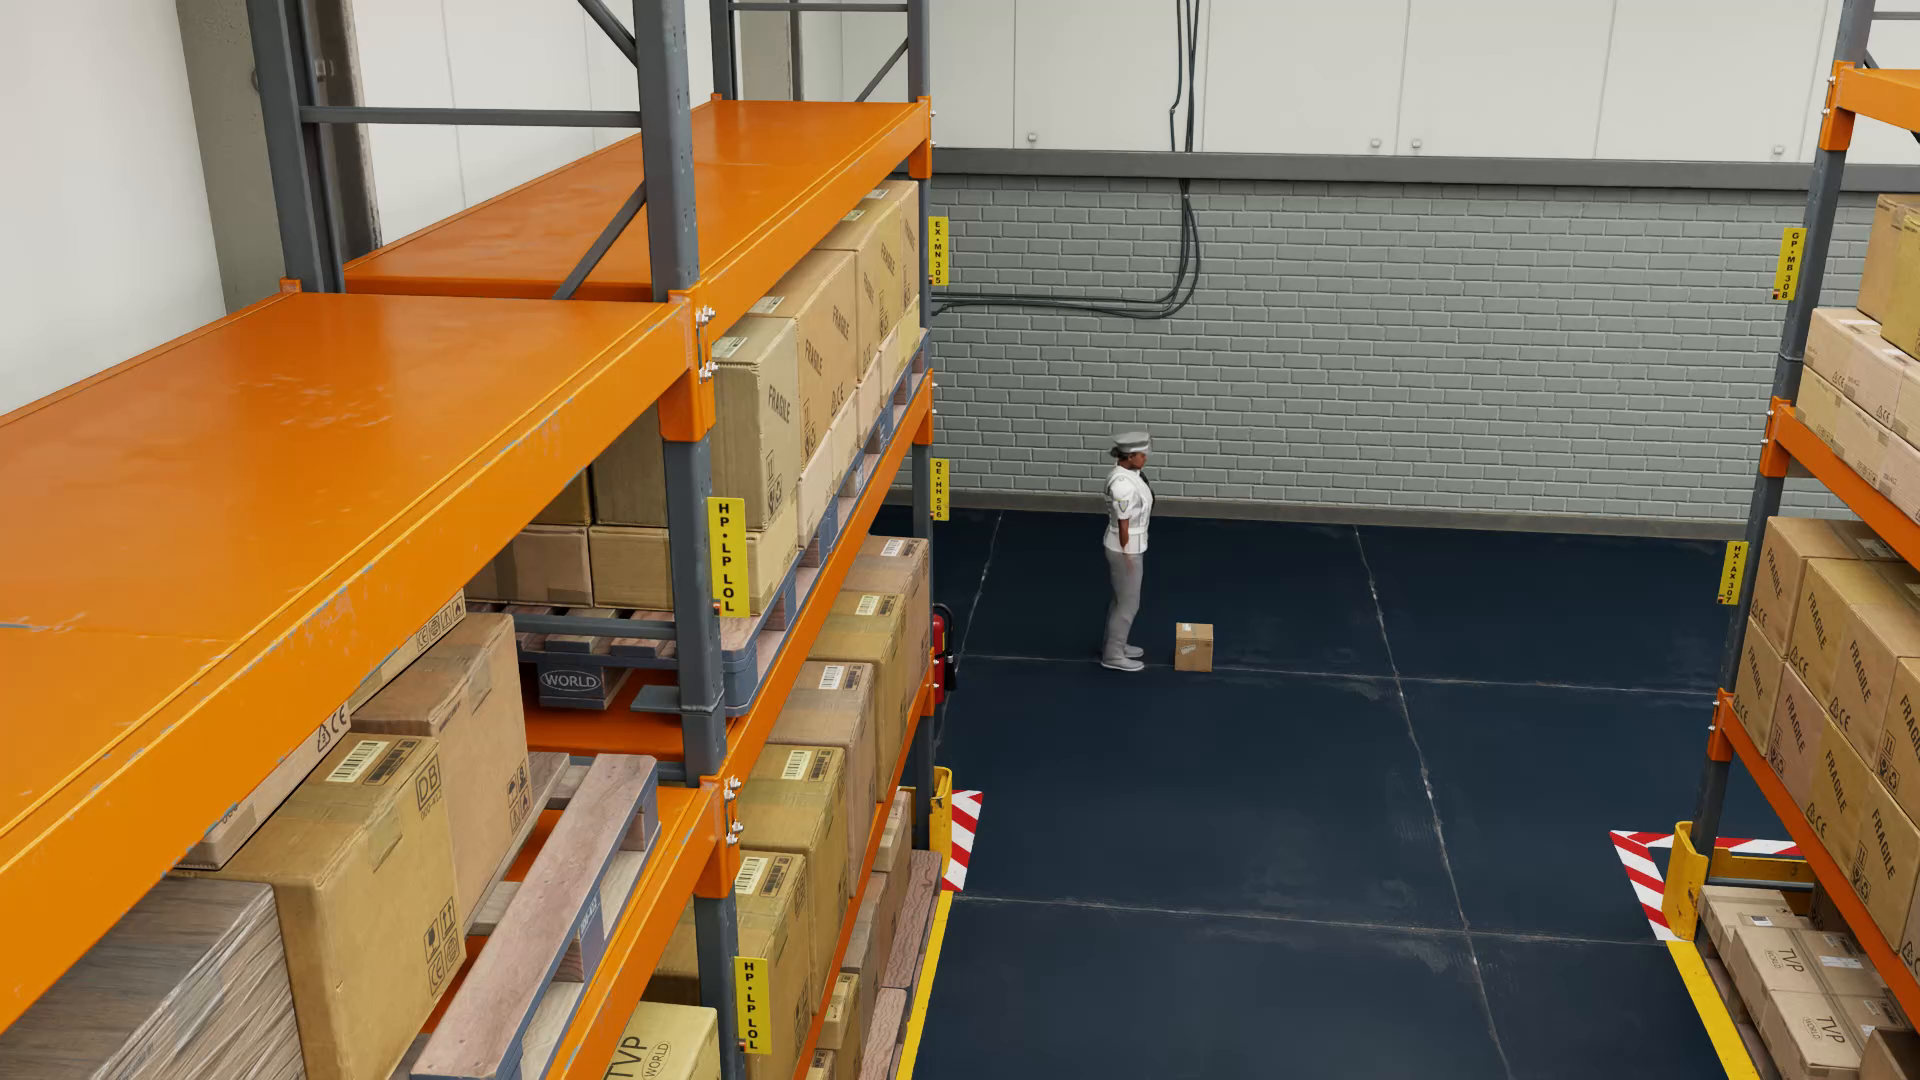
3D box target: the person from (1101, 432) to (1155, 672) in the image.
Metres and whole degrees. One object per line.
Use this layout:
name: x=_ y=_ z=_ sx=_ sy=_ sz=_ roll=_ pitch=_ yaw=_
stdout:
person: x=1.140 y=0.068 z=11.325 sx=0.341 sy=1.662 sz=0.438 roll=3 pitch=21 yaw=7
